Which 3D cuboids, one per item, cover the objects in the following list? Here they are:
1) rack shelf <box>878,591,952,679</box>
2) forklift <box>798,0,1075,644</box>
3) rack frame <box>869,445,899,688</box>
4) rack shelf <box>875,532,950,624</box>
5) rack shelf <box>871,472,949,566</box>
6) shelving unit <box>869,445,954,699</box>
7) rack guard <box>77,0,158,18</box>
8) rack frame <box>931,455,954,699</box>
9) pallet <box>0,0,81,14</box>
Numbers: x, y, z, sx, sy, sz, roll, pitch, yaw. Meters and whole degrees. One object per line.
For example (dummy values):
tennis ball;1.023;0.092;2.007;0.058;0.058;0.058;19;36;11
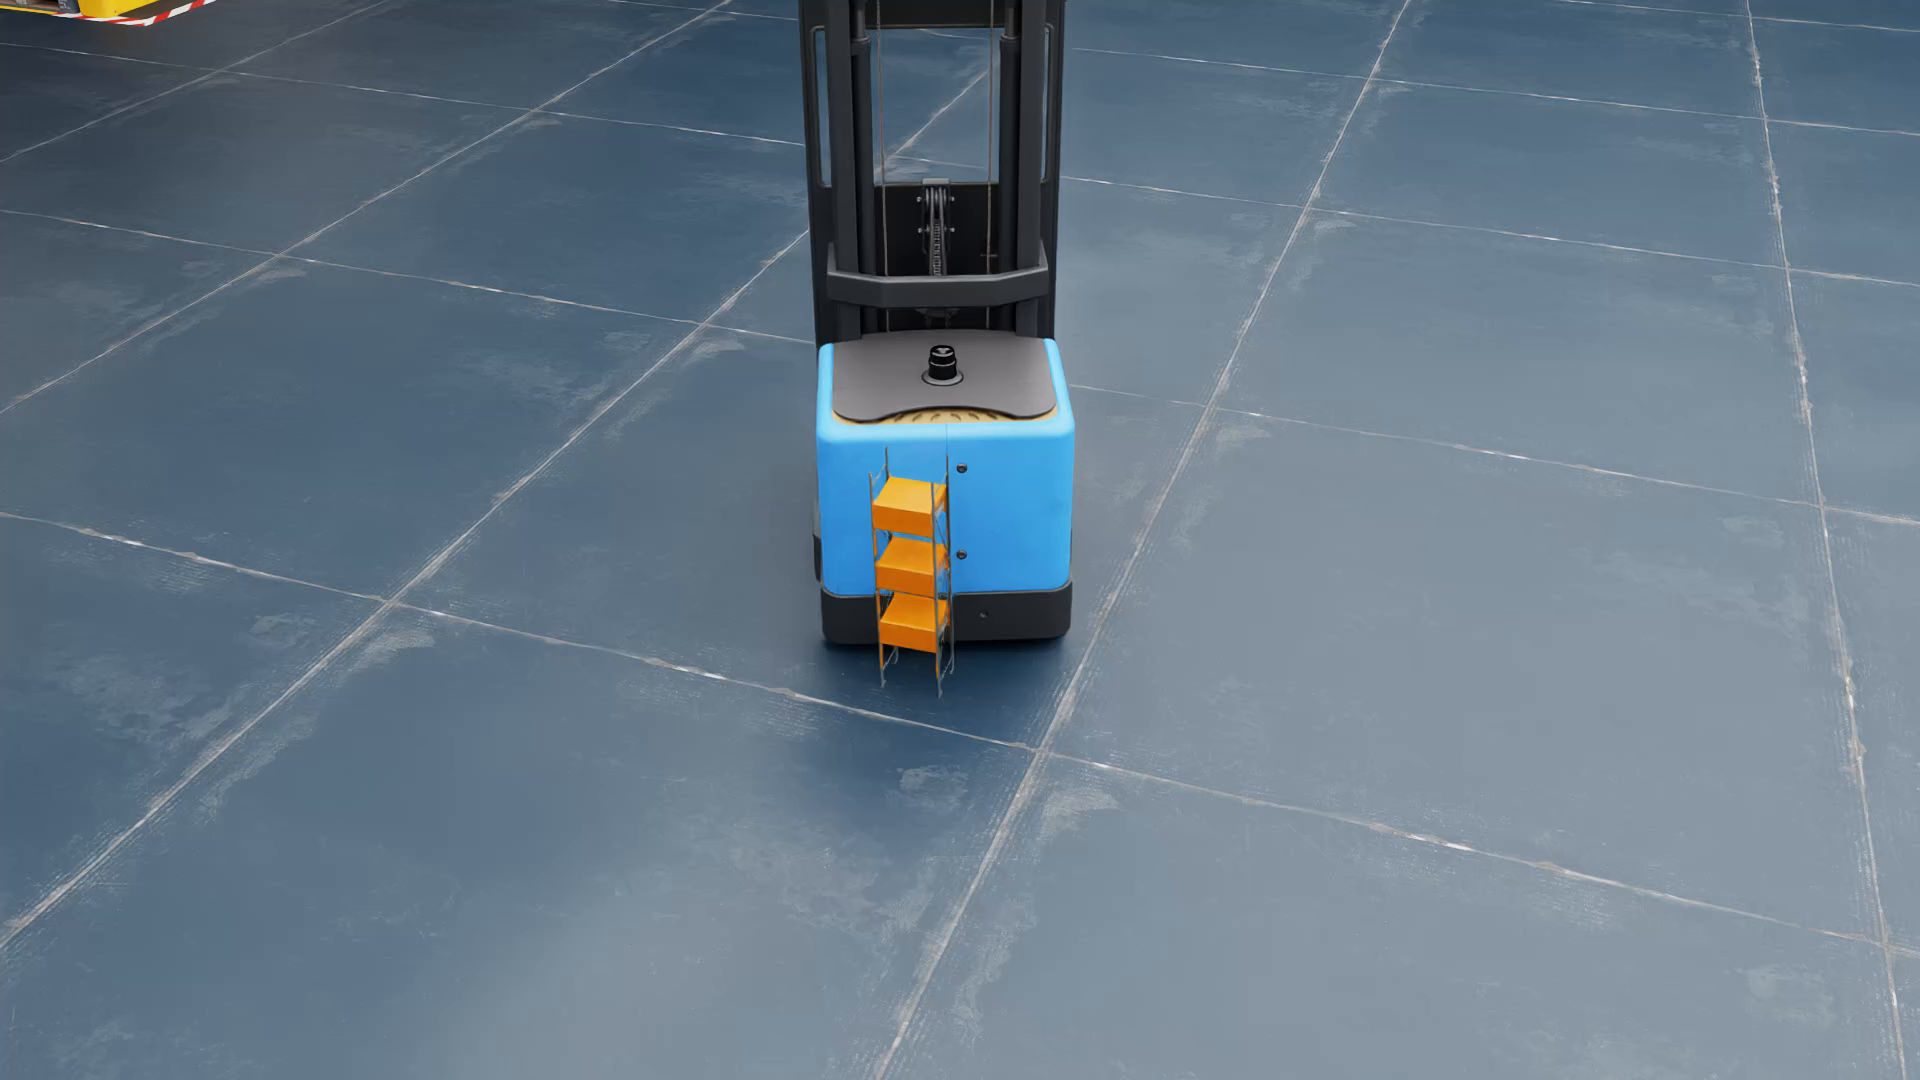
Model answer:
rack shelf;-0.177;0.377;6.720;0.240;0.259;0.215;9;37;14
forklift;-0.128;-1.567;7.474;1.130;2.935;3.031;-2;33;-2
rack frame;-0.299;0.122;6.583;0.008;1.050;0.200;9;37;14
rack shelf;-0.182;0.150;6.559;0.240;0.259;0.215;9;37;14
rack shelf;-0.187;-0.081;6.395;0.240;0.259;0.215;9;37;14
shelving unit;-0.182;0.141;6.553;0.252;1.050;0.215;9;37;14
rack guard;-7.681;-5.262;15.439;0.348;0.500;1.175;11;34;16
rack frame;-0.065;0.160;6.522;0.008;1.050;0.200;9;37;14
pallet;-8.482;-5.252;15.689;1.213;0.211;1.003;11;34;16
